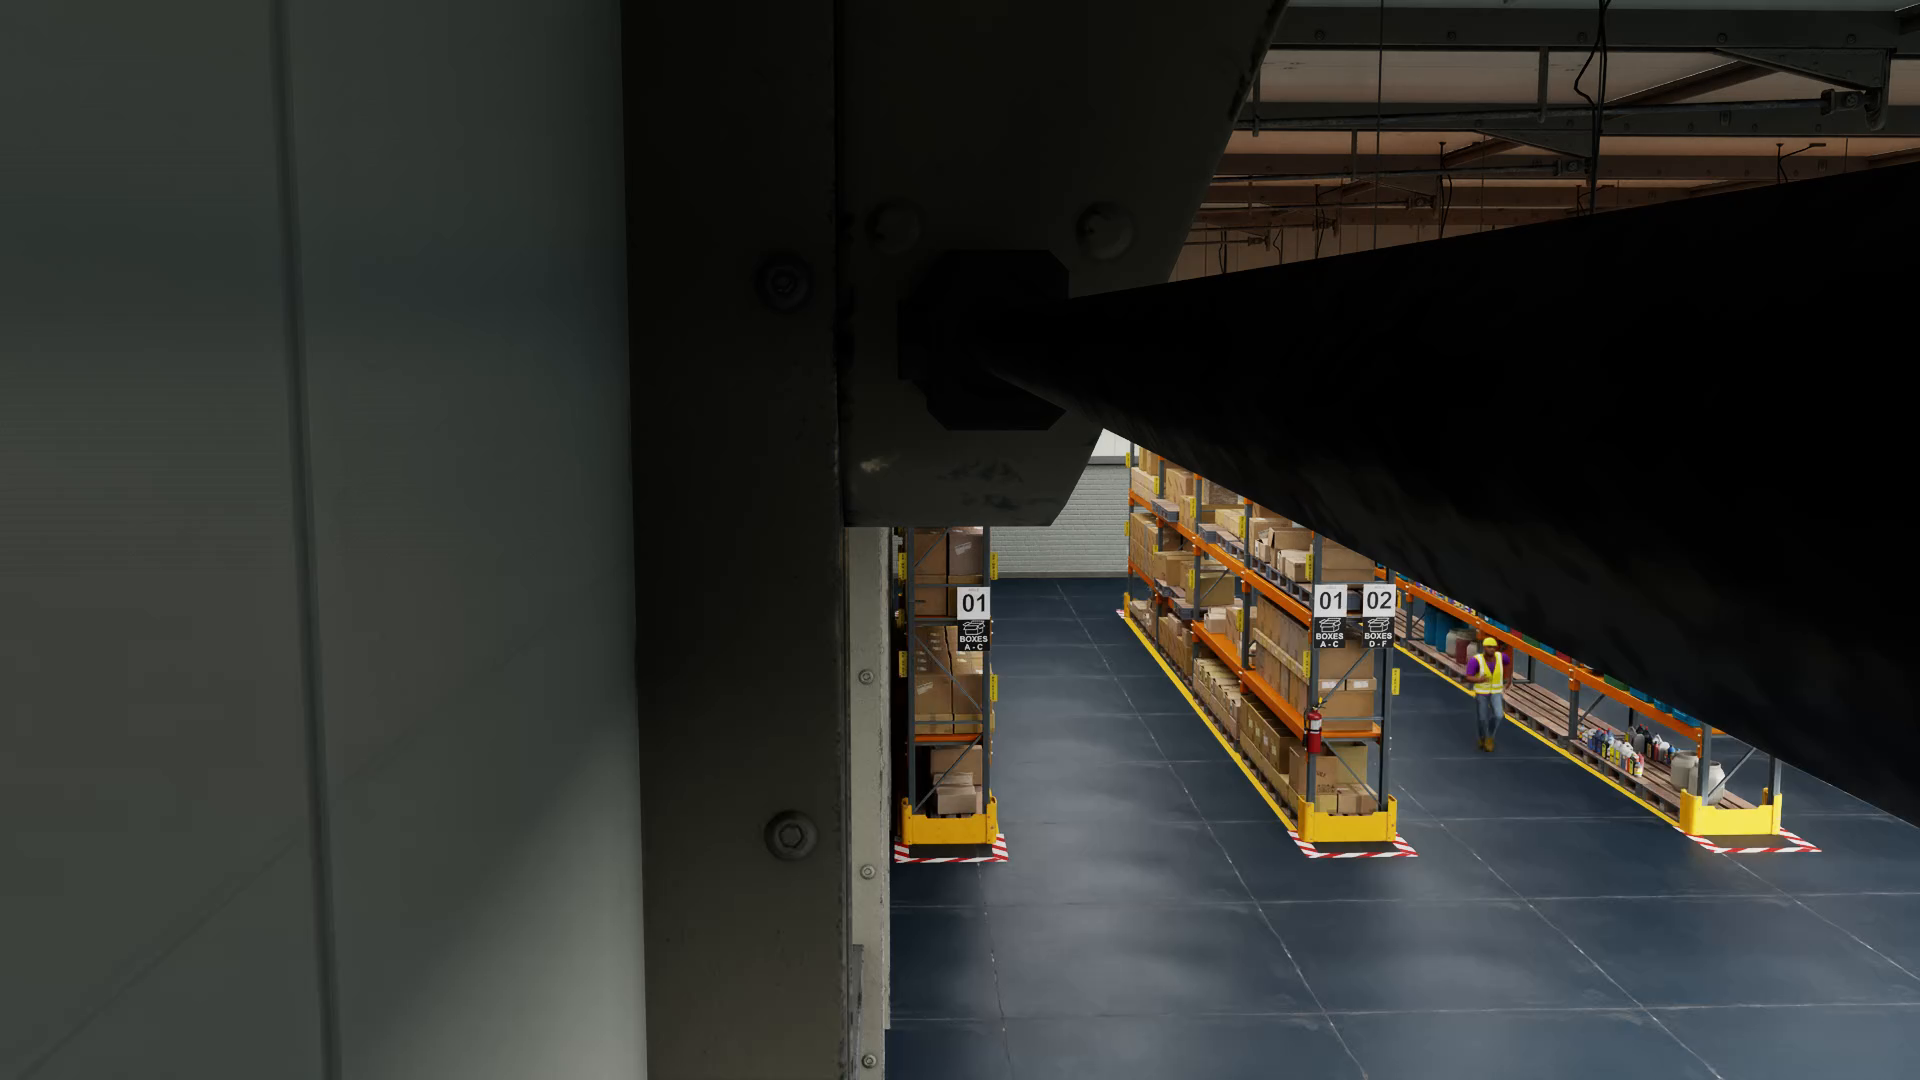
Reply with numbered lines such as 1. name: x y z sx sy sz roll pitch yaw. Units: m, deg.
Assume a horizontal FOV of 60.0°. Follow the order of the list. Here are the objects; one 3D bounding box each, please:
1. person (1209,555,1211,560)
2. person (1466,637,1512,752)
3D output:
1. person: 5.411 0.729 37.274 0.803 1.664 0.633 4 8 26
2. person: 7.884 2.288 24.778 0.727 1.731 0.792 0 7 4
